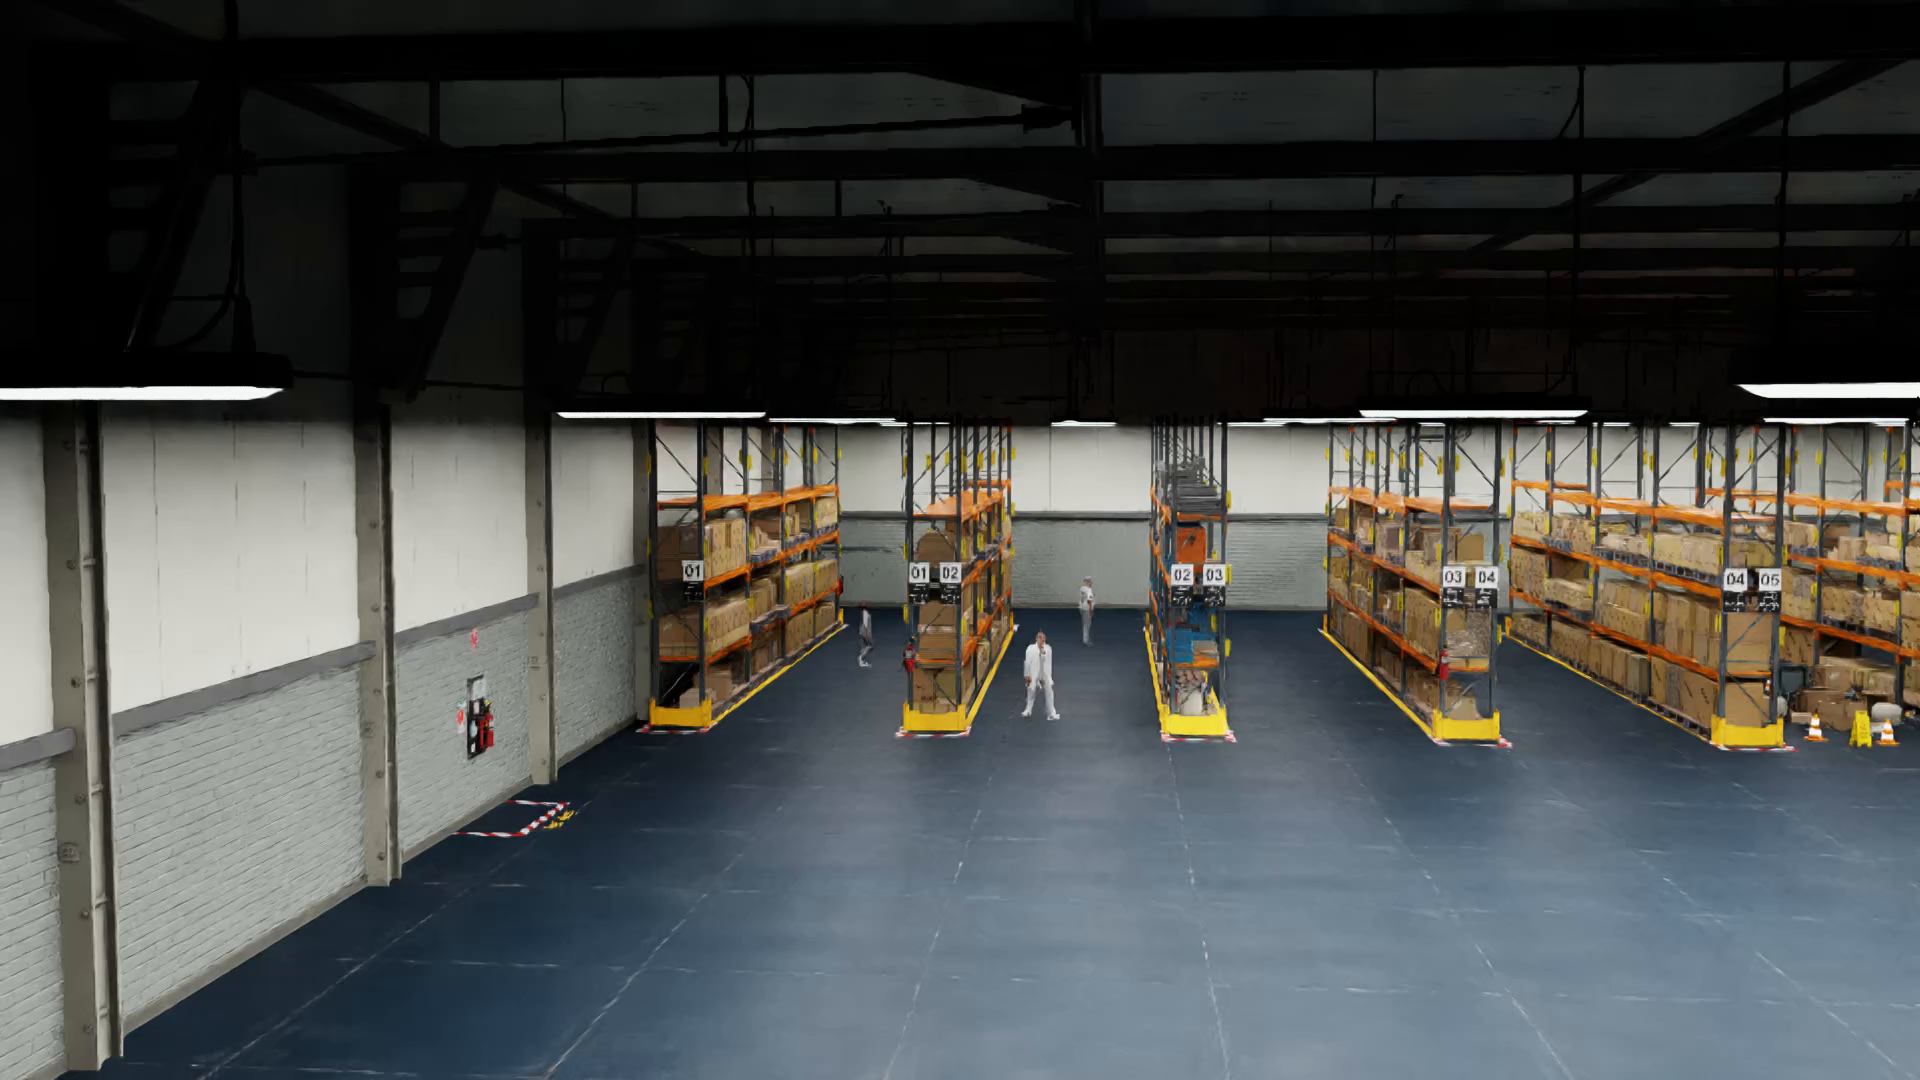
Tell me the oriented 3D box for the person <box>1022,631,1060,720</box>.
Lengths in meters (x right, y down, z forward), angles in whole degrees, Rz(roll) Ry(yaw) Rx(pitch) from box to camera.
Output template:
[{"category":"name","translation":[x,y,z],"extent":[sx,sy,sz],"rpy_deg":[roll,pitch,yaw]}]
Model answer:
[{"category":"person","translation":[1.570,2.658,32.735],"extent":[0.635,1.735,1.030],"rpy_deg":[-1,4,-17]}]

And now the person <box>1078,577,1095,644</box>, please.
[{"category":"person","translation":[3.411,1.859,44.174],"extent":[0.492,1.764,0.625],"rpy_deg":[-1,4,-18]}]

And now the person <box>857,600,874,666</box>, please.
[{"category":"person","translation":[-2.290,2.245,39.847],"extent":[0.396,1.594,0.458],"rpy_deg":[-2,4,-23]}]
